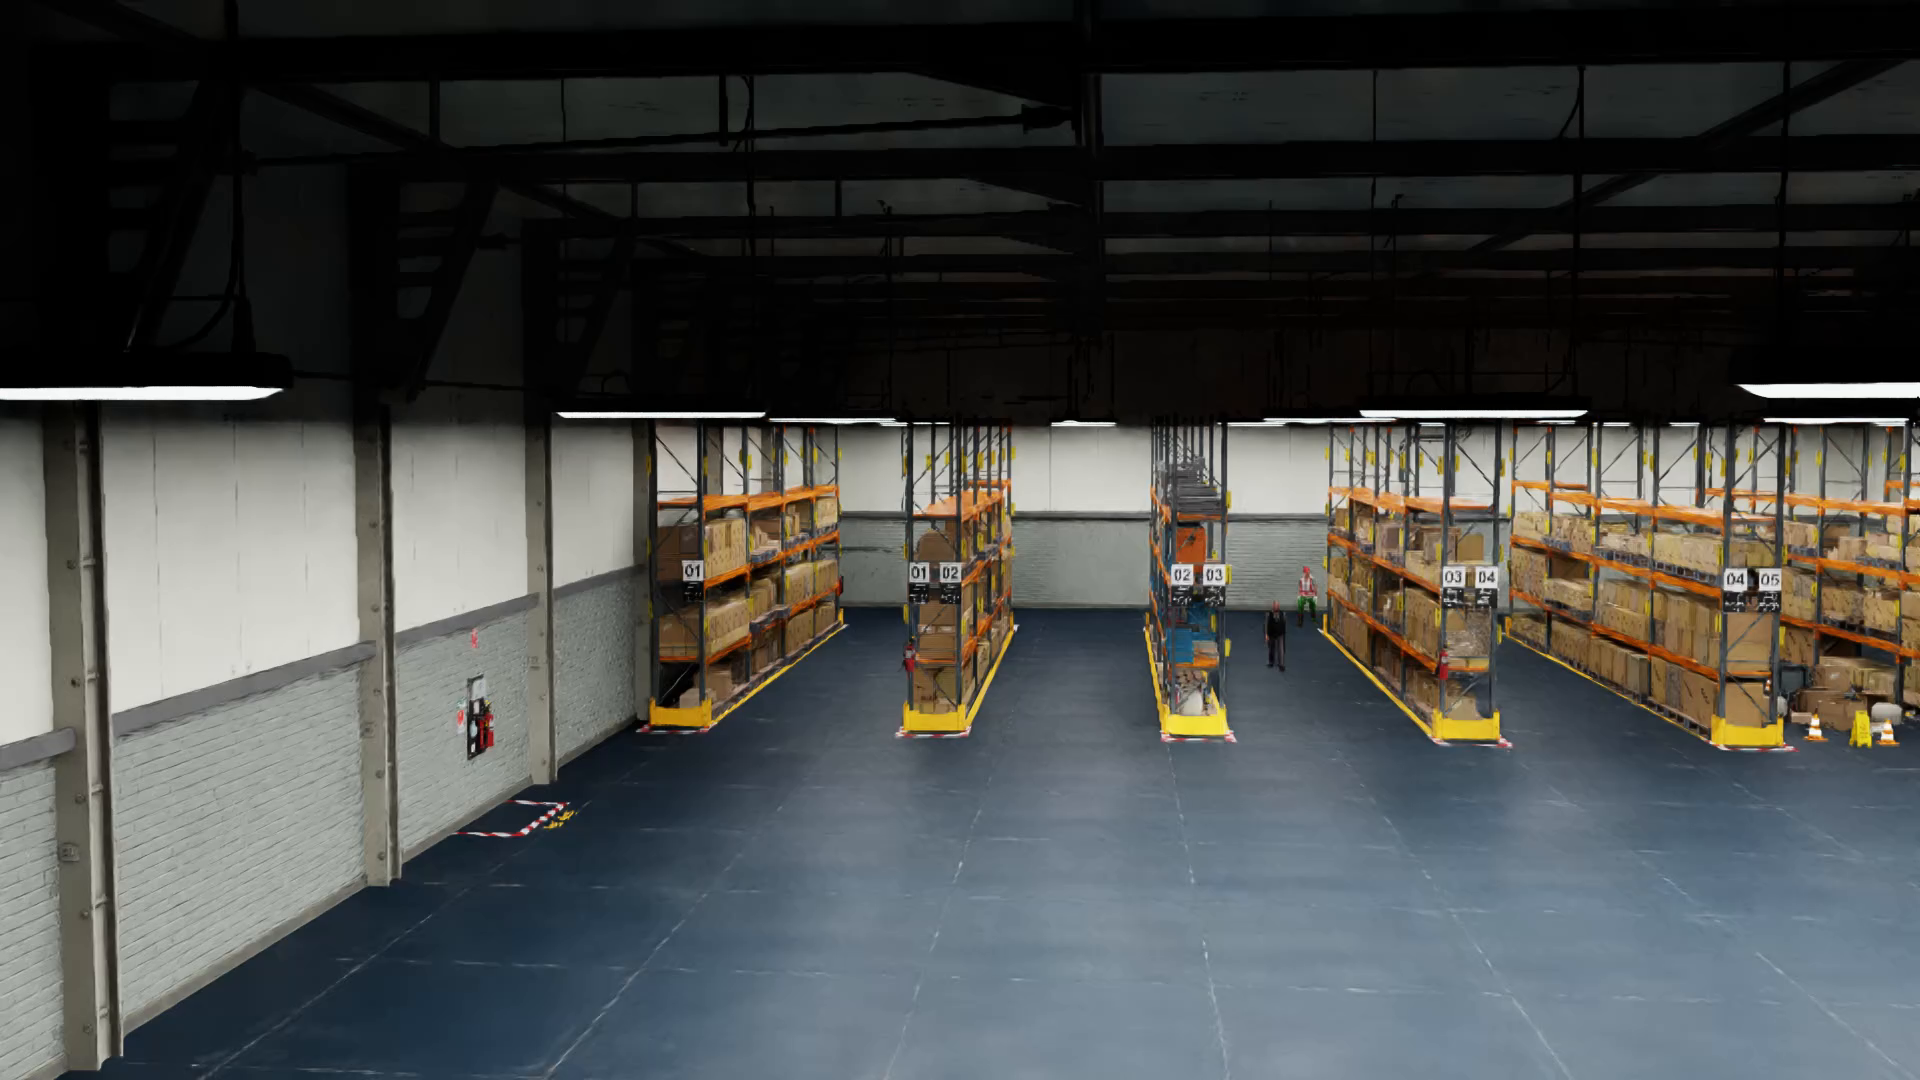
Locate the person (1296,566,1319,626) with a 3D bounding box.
[{"bbox_3d":[10.094,1.617,48.291,0.598,1.734,0.988,2,4,26],"label":"person"}]

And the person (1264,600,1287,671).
[{"bbox_3d":[7.466,2.239,39.396,0.542,1.648,1.115,1,4,8],"label":"person"}]

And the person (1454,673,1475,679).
[{"bbox_3d":[11.577,2.311,37.913,0.677,1.741,0.552,0,4,4],"label":"person"}]
